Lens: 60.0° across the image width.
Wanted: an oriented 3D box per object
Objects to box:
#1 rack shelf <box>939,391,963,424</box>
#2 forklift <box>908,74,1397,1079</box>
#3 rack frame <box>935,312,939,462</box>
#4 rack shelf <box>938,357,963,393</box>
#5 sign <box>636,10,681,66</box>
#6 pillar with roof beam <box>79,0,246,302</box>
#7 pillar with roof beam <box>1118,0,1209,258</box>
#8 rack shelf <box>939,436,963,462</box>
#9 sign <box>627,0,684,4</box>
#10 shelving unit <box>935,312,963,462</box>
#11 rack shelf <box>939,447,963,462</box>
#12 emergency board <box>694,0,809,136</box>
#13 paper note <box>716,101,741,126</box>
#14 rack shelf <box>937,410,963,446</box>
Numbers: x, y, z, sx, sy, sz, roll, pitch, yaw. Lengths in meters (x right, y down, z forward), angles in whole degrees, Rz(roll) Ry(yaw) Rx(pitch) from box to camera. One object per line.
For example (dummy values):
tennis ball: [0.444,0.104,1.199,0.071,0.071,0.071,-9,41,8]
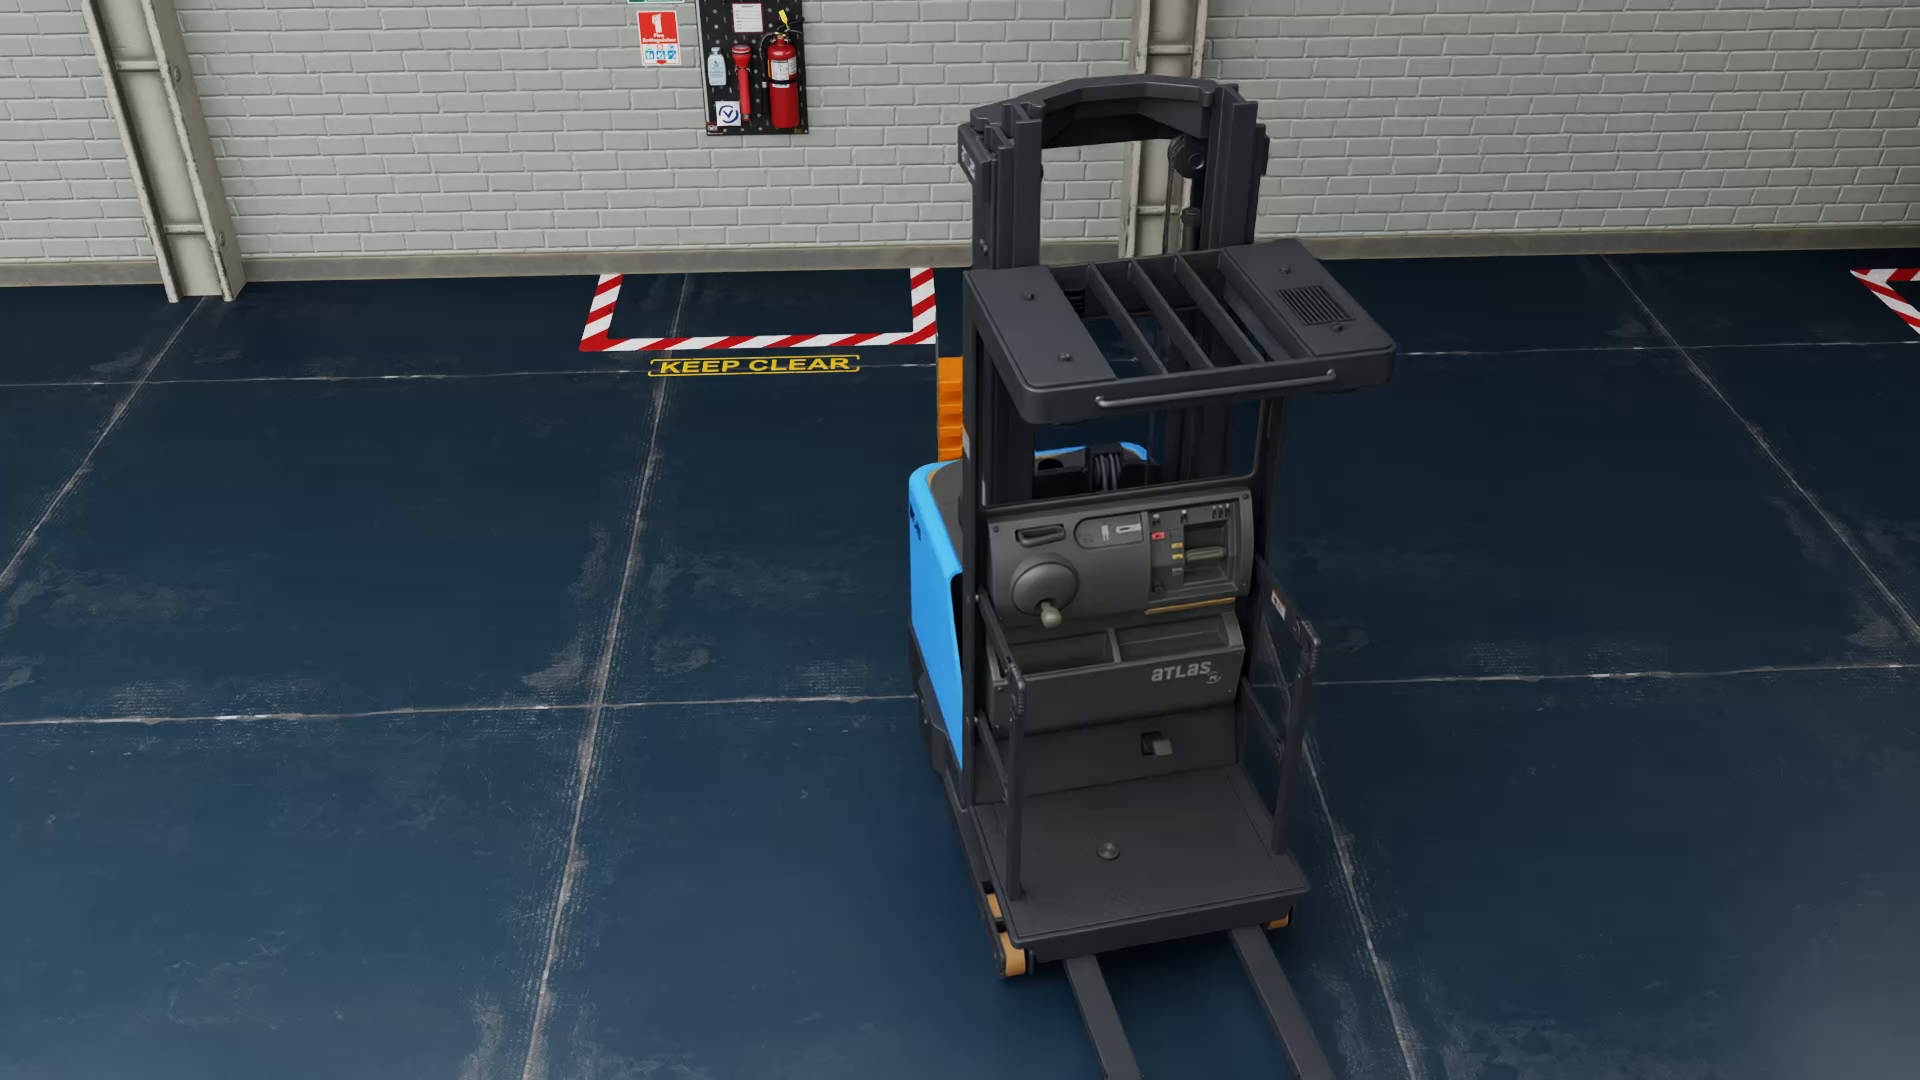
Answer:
rack shelf: [-0.014,-0.654,7.797,0.180,0.103,0.258,-2,35,-2]
forklift: [0.605,0.125,5.494,1.130,2.935,3.031,-7,35,-11]
rack frame: [-0.106,-0.491,7.904,0.006,1.200,0.240,-2,35,-2]
rack shelf: [-0.014,-0.752,7.728,0.180,0.103,0.258,-2,35,-2]
sign: [-1.791,-2.988,9.900,0.234,0.329,0.001,-2,35,-2]
pillar with roof beam: [-4.553,-2.832,4.435,0.400,9.000,9.100,-2,35,-2]
pillar with roof beam: [1.440,-2.994,4.668,0.400,9.000,9.100,-2,35,-2]
rack shelf: [-0.014,-0.456,7.933,0.180,0.103,0.258,-2,35,-2]
sign: [-1.786,-3.200,9.742,0.331,0.109,0.001,-2,35,-2]
shelving unit: [-0.014,-0.493,7.908,0.189,1.200,0.258,-2,35,-2]
rack shelf: [-0.014,-0.358,8.002,0.180,0.103,0.258,-2,35,-2]
emergency board: [-1.234,-2.929,9.847,0.643,1.169,0.194,-2,35,-2]
paper note: [-1.414,-2.601,10.147,0.142,0.148,0.016,-2,35,-2]
rack shelf: [-0.014,-0.555,7.865,0.180,0.103,0.258,-2,35,-2]
